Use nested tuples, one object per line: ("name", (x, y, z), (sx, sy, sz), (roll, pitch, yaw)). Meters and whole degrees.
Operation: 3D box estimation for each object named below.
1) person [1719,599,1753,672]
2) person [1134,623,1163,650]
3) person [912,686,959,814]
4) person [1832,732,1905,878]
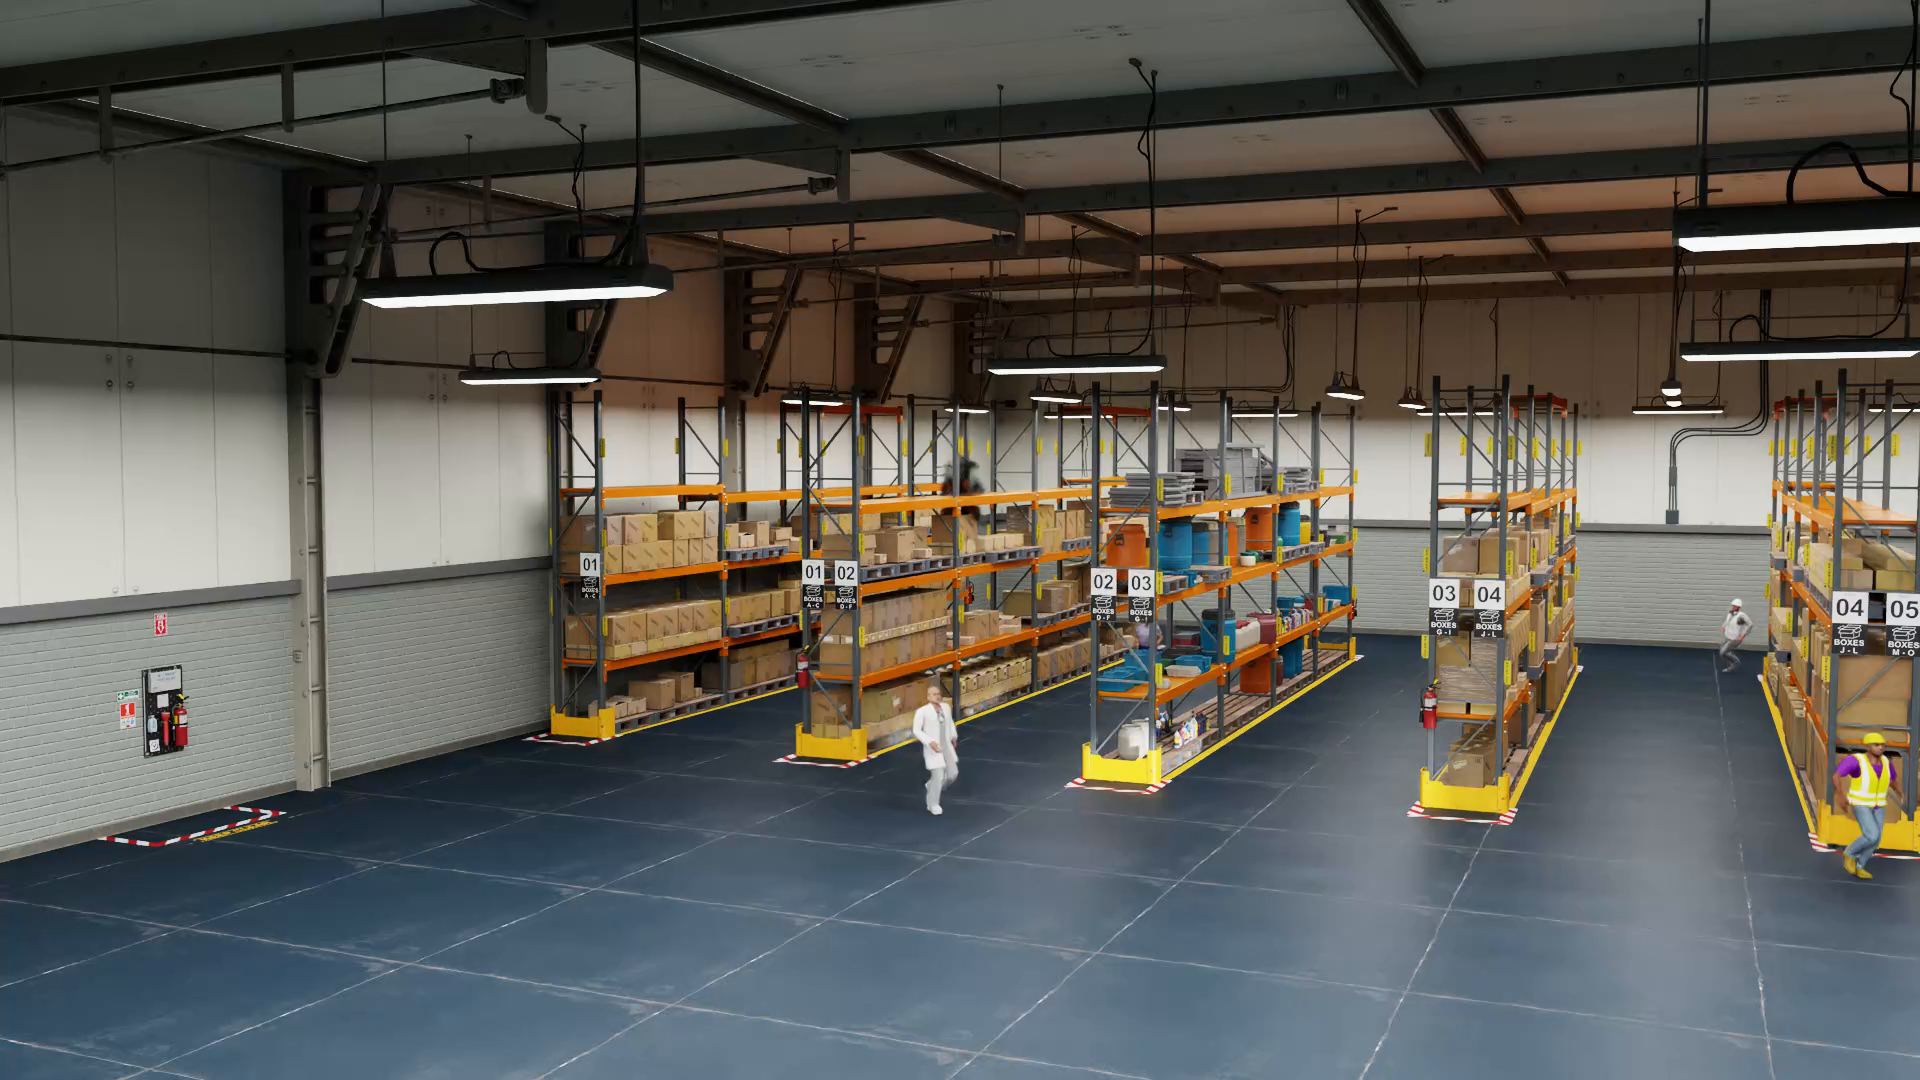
("person", (17.143, 2.137, 36.883), (0.535, 1.681, 0.781), (0, 3, -8))
("person", (3.861, 2.303, 34.304), (0.581, 1.602, 0.516), (1, 3, 18))
("person", (-0.295, 2.878, 22.802), (0.717, 1.740, 0.517), (-2, 4, -35))
("person", (10.576, 3.079, 19.268), (0.720, 1.719, 0.591), (-1, 3, -11))
